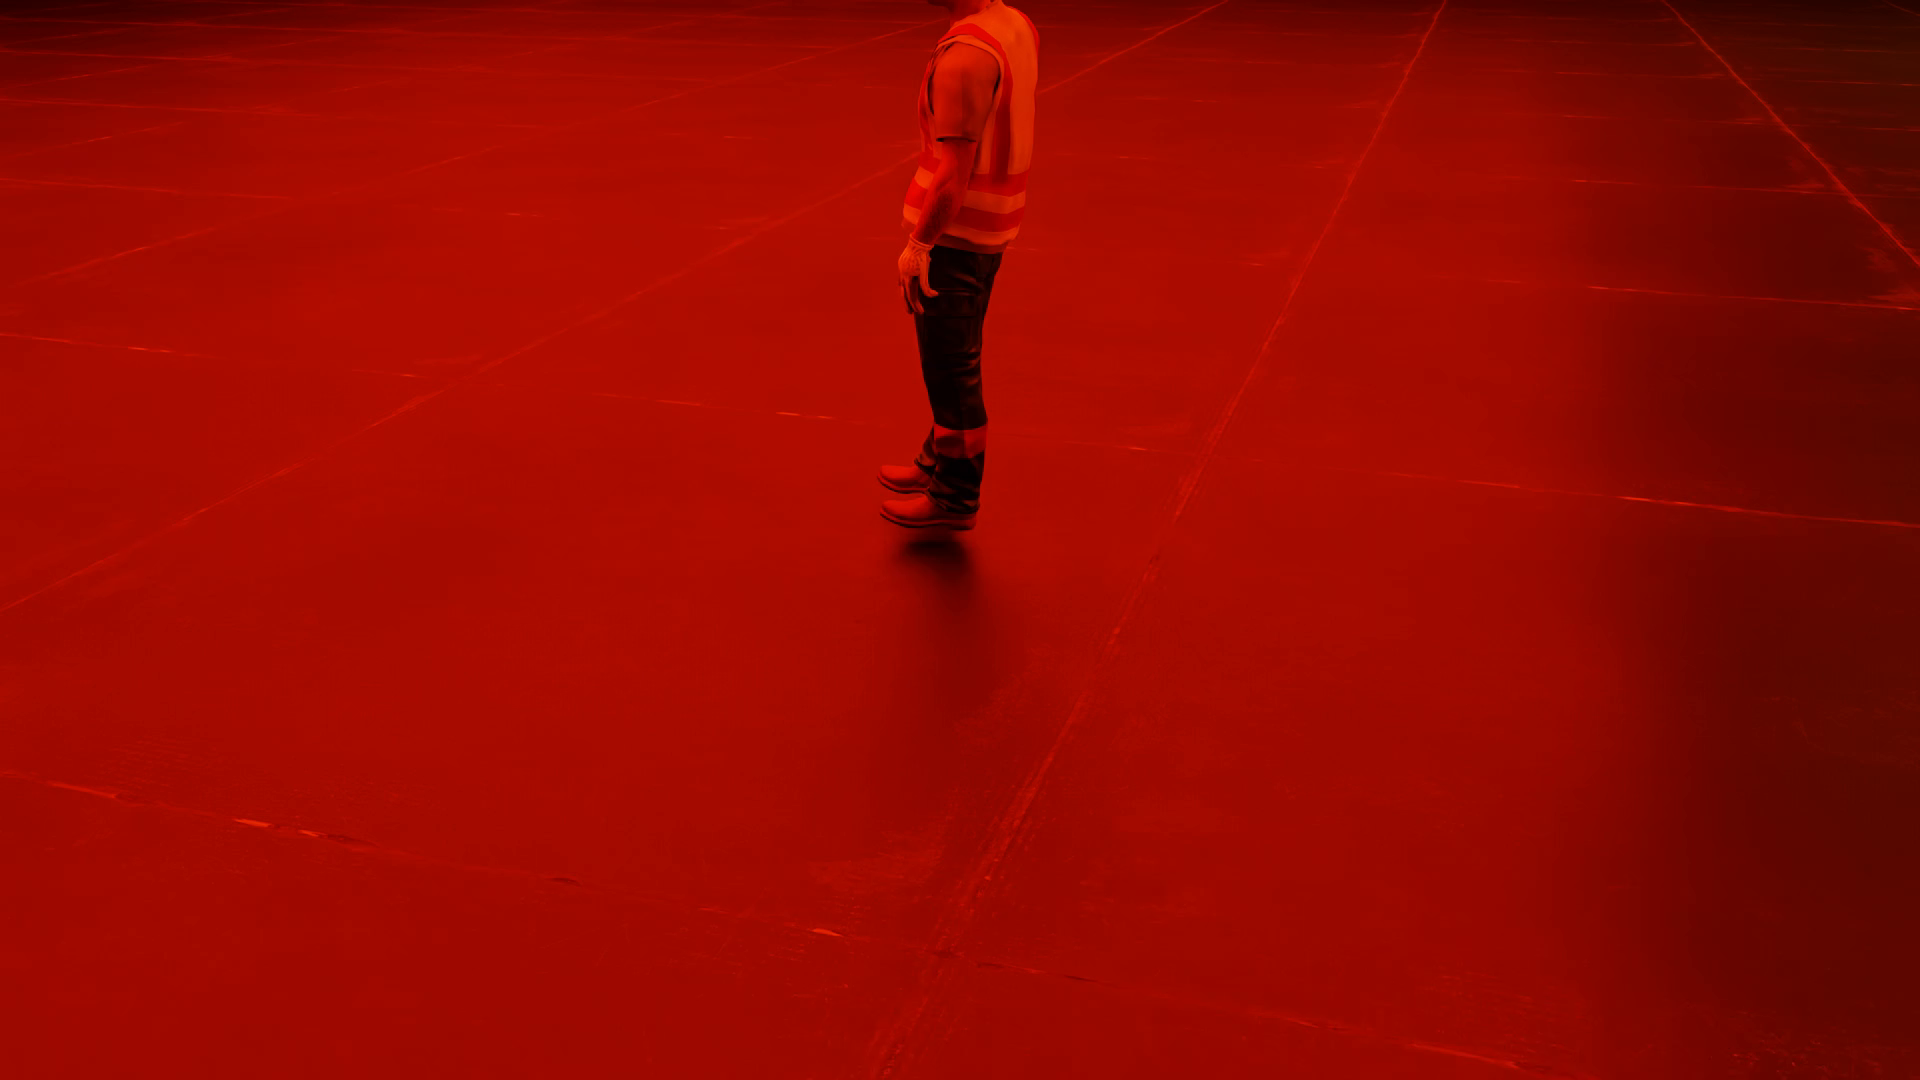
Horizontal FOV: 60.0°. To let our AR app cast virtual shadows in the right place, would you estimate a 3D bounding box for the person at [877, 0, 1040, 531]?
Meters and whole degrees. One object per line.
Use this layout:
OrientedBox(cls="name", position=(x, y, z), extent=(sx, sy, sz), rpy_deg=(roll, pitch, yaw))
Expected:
OrientedBox(cls="person", position=(-0.072, -0.885, 4.794), extent=(0.564, 1.787, 0.637), rpy_deg=(7, 23, 16))
